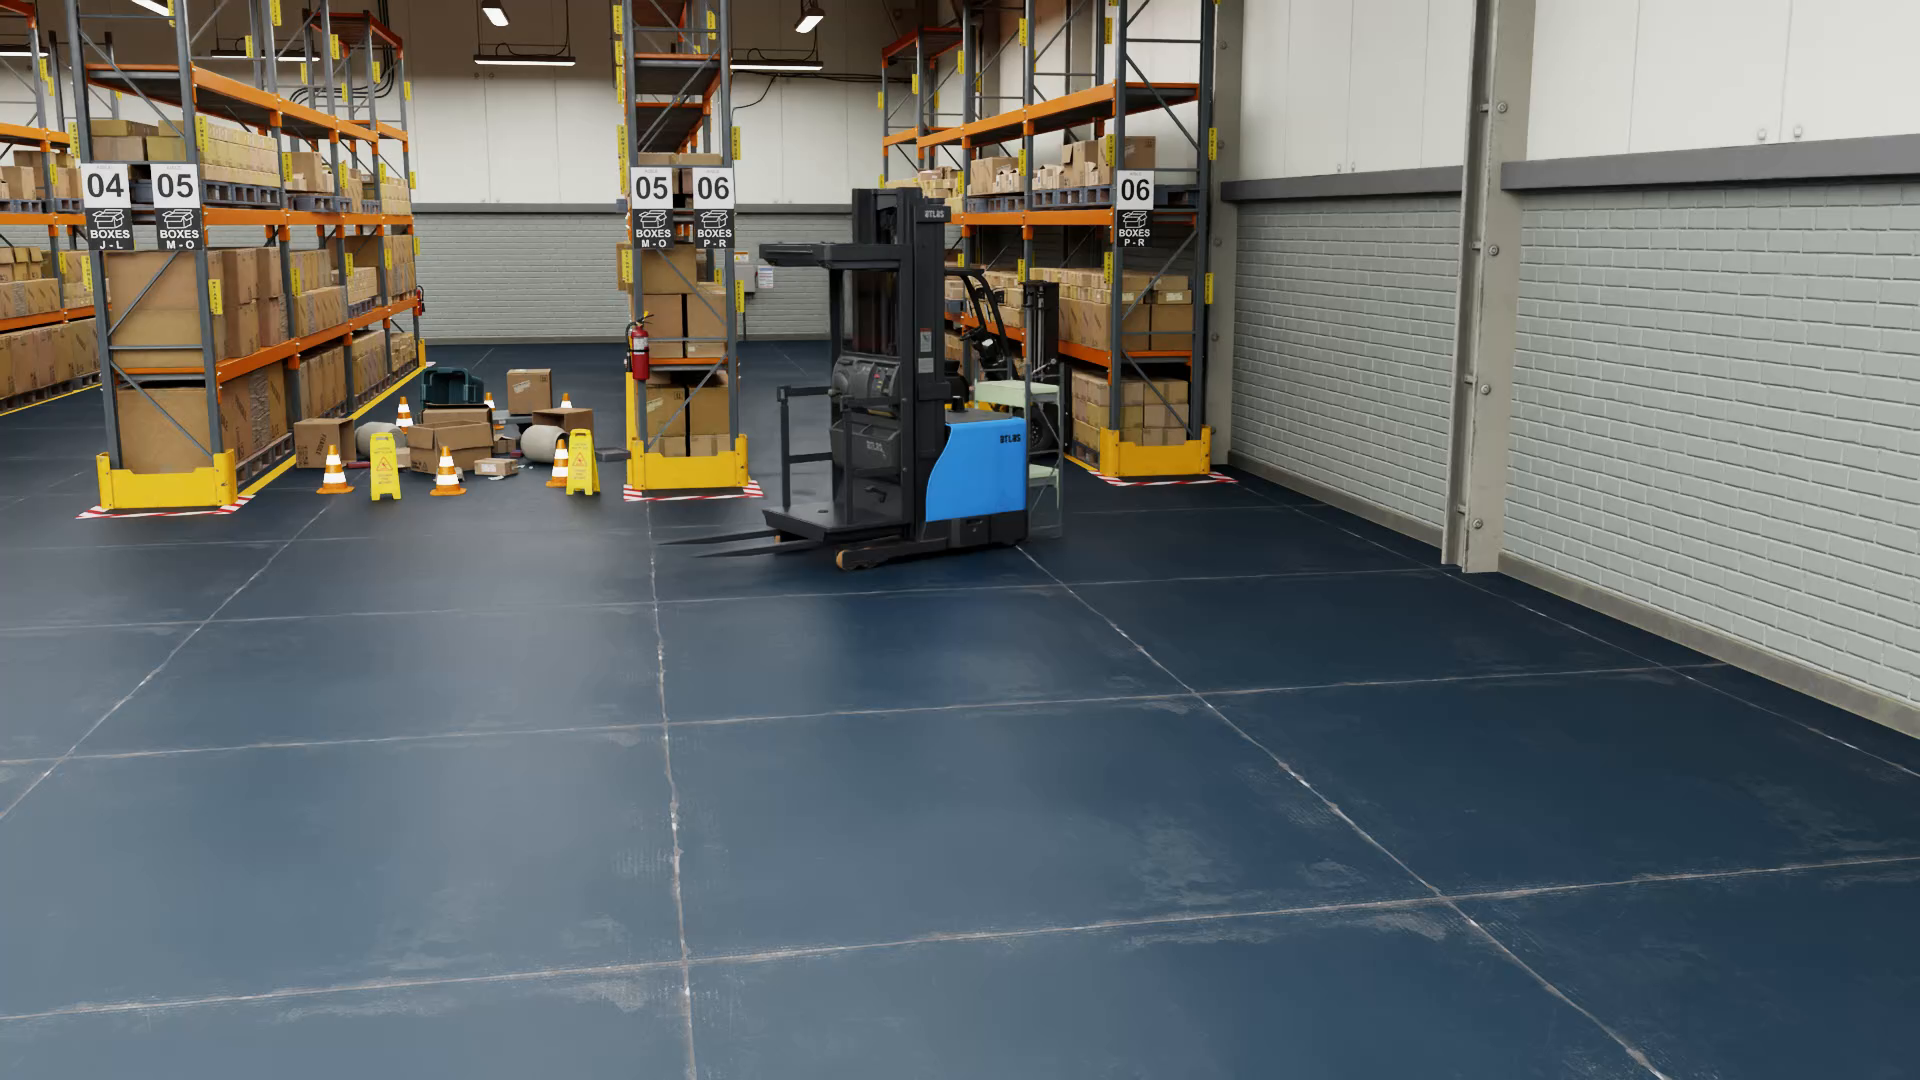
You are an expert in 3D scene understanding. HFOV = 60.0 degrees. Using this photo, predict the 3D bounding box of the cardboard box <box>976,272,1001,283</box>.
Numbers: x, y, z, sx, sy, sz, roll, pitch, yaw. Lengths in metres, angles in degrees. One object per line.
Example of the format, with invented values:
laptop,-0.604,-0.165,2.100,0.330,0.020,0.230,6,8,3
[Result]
cardboard box,0.449,-3.872,24.514,0.380,0.149,0.250,-2,11,-9

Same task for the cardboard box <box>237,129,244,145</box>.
cardboard box,-7.649,-4.172,17.218,0.380,0.149,0.250,-2,11,-10

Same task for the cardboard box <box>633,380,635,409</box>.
cardboard box,-3.693,-1.859,20.169,0.500,0.500,0.500,-2,11,-8

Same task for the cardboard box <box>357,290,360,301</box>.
cardboard box,-9.305,-3.704,25.184,0.380,0.149,0.250,-2,11,-10

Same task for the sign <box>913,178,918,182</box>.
sign,-0.761,-6.108,28.862,0.100,0.325,0.005,-2,11,-11

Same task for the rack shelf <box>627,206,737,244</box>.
rack shelf,-3.154,-3.507,18.501,1.077,0.370,4.000,-2,11,-11

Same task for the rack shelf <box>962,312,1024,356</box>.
rack shelf,0.937,-2.948,23.588,1.077,0.370,4.000,-2,11,-11

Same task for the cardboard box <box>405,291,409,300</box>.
cardboard box,-10.224,-4.445,30.198,0.380,0.149,0.250,-2,11,-9

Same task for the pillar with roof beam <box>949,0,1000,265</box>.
pillar with roof beam,-3.705,-7.353,28.762,9.100,9.000,0.548,-2,11,-11

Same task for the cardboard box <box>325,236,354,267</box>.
cardboard box,-10.291,-4.785,27.577,0.500,0.500,0.500,-3,11,-13

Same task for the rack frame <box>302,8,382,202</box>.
rack frame,-9.934,-6.969,26.746,1.000,3.000,0.127,-2,11,-11

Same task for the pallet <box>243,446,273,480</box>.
pallet,-8.067,-0.819,17.933,1.003,0.211,1.213,-2,11,-11

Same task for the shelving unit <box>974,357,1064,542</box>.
shelving unit,0.501,-0.798,14.380,0.431,1.500,0.755,-8,13,-35

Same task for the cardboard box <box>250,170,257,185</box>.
cardboard box,-7.745,-3.872,17.775,0.380,0.149,0.250,-2,11,-12

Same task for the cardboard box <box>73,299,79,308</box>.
cardboard box,-14.602,-3.852,27.082,0.380,0.149,0.250,-2,11,-13

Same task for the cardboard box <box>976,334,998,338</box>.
cardboard box,0.448,-3.308,27.379,0.380,0.149,0.250,-2,11,-11

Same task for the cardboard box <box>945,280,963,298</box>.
cardboard box,0.025,-3.983,26.377,0.500,0.250,0.500,-3,11,-14

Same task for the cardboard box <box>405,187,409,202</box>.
cardboard box,-10.373,-6.326,30.453,0.500,0.250,0.500,-2,11,-13

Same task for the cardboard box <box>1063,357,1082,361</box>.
cardboard box,1.611,-2.198,21.280,0.500,0.250,0.500,-2,11,-10

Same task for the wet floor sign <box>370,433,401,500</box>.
wet floor sign,-5.653,-0.732,16.314,0.267,0.644,0.232,-4,12,-21

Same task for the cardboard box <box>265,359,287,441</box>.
cardboard box,-8.325,-1.600,19.138,0.875,0.875,0.875,-2,11,-10

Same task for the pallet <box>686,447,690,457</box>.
pallet,-2.903,-0.814,17.910,1.003,0.211,1.213,-2,11,-11

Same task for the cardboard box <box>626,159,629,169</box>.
cardboard box,-3.451,-4.093,18.196,0.380,0.149,0.250,-2,11,-10

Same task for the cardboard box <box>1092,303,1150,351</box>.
cardboard box,1.750,-2.331,18.153,0.500,0.500,0.500,-2,11,-12

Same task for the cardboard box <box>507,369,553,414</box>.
cardboard box,-5.283,-1.827,20.435,0.500,0.500,0.500,-2,11,-11

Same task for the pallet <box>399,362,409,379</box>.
pallet,-10.341,-2.999,29.386,1.003,0.211,1.213,-2,11,-11

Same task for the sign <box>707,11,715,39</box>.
sign,-3.007,-6.215,20.071,0.100,0.325,0.005,-2,11,-11

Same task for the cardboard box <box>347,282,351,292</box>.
cardboard box,-9.163,-3.712,24.430,0.380,0.149,0.250,-2,11,-13

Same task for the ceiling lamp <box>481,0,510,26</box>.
ceiling lamp,-7.079,-9.803,26.022,0.800,3.185,2.000,-2,11,-11

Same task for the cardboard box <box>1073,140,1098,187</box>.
cardboard box,1.677,-4.243,18.786,0.700,0.500,0.500,-2,11,-11

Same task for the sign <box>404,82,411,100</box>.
sign,-10.164,-8.256,30.585,0.100,0.325,0.005,-2,11,-11

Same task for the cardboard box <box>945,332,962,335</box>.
cardboard box,-0.106,-3.386,27.793,0.380,0.149,0.250,-2,11,-9

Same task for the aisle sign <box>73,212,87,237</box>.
aisle sign,-15.906,-5.873,30.080,0.394,0.787,0.004,-2,11,-11

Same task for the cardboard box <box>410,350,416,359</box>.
cardboard box,-10.256,-3.429,30.693,0.380,0.149,0.250,-2,11,-9

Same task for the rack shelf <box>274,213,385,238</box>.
rack shelf,-9.545,-4.776,25.166,1.077,0.370,4.000,-2,11,-11

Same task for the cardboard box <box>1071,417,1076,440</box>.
cardboard box,1.526,-1.315,19.314,0.500,0.250,0.500,-2,11,-10

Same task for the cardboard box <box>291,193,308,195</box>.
cardboard box,-9.517,-4.907,23.664,0.500,0.500,0.500,-2,11,-11

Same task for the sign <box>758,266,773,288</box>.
sign,-4.463,-6.047,38.197,0.329,0.494,0.001,-2,11,-11

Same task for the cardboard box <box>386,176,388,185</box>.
cardboard box,-9.954,-6.117,28.287,0.380,0.149,0.250,-2,11,-13

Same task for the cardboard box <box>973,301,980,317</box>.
cardboard box,0.487,-3.412,24.502,0.500,0.250,0.500,-2,11,-12

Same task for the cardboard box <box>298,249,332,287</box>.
cardboard box,-9.079,-3.746,22.915,0.700,0.500,0.500,-2,11,-11

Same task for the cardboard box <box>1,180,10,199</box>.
cardboard box,-14.694,-5.292,25.071,0.500,0.311,0.500,-3,11,-13

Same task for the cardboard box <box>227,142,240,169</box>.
cardboard box,-7.641,-3.906,16.890,0.500,0.250,0.500,-2,11,-11

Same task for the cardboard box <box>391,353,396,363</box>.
cardboard box,-9.691,-3.052,27.917,0.380,0.149,0.250,-2,11,-8

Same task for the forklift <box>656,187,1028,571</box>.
forklift,-0.931,-1.312,13.250,3.031,2.935,1.130,-7,13,-34

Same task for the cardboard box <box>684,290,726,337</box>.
cardboard box,-2.689,-2.407,17.758,0.500,0.500,0.500,-2,11,-9

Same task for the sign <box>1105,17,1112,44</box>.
sign,1.875,-6.434,21.012,0.100,0.325,0.005,-2,11,-11

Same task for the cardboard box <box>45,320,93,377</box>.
cardboard box,-14.869,-3.147,27.267,0.875,0.875,0.875,-2,11,-11

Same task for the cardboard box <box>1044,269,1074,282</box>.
cardboard box,1.244,-3.237,20.385,0.380,0.149,0.250,-2,11,-10

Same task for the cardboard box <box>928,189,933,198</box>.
cardboard box,-0.321,-5.704,27.402,0.380,0.149,0.250,-2,11,-10

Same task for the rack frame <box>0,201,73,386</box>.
rack frame,-14.819,-3.860,26.457,1.000,3.000,0.127,-2,11,-11
